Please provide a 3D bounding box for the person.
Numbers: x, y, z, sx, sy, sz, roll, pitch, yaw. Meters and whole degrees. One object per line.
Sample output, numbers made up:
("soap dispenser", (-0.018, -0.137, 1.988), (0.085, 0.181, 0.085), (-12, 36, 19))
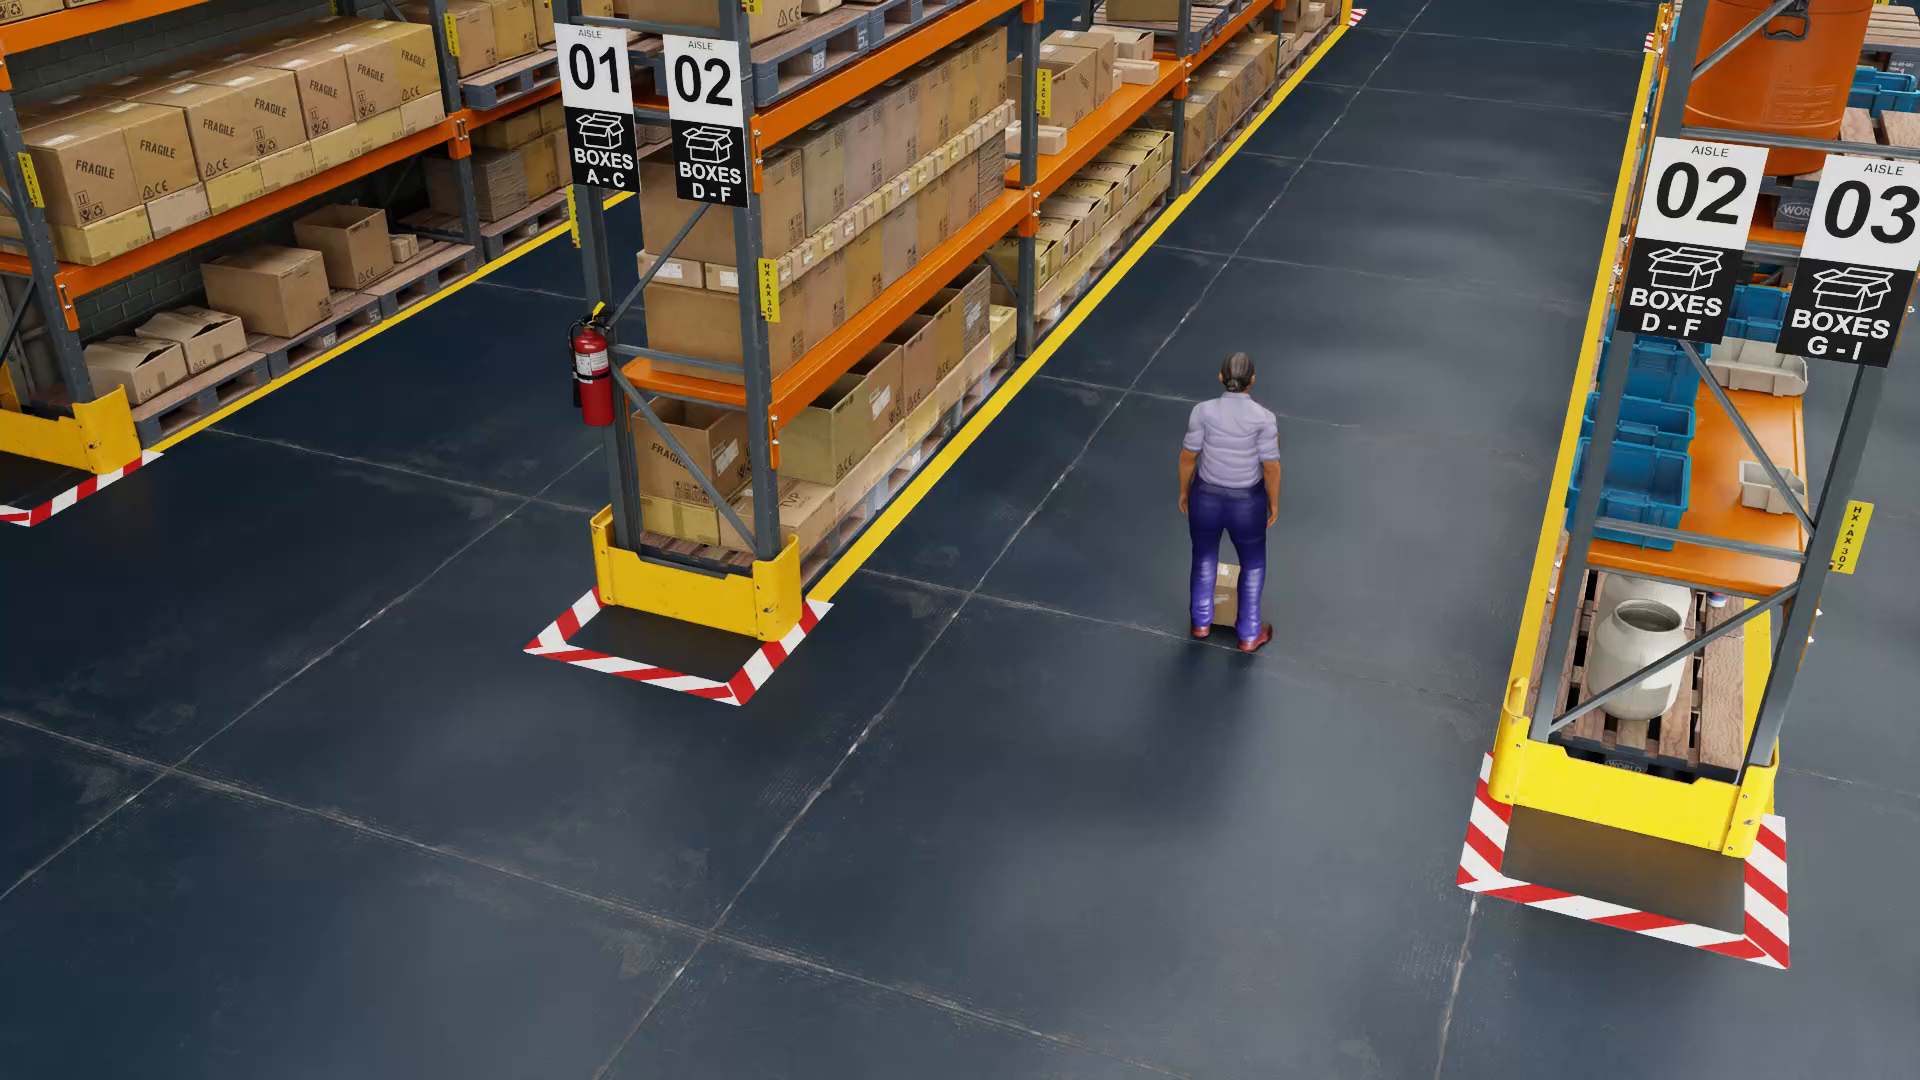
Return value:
("person", (1.427, -0.202, 8.751), (0.563, 1.653, 0.418), (10, 31, 17))
